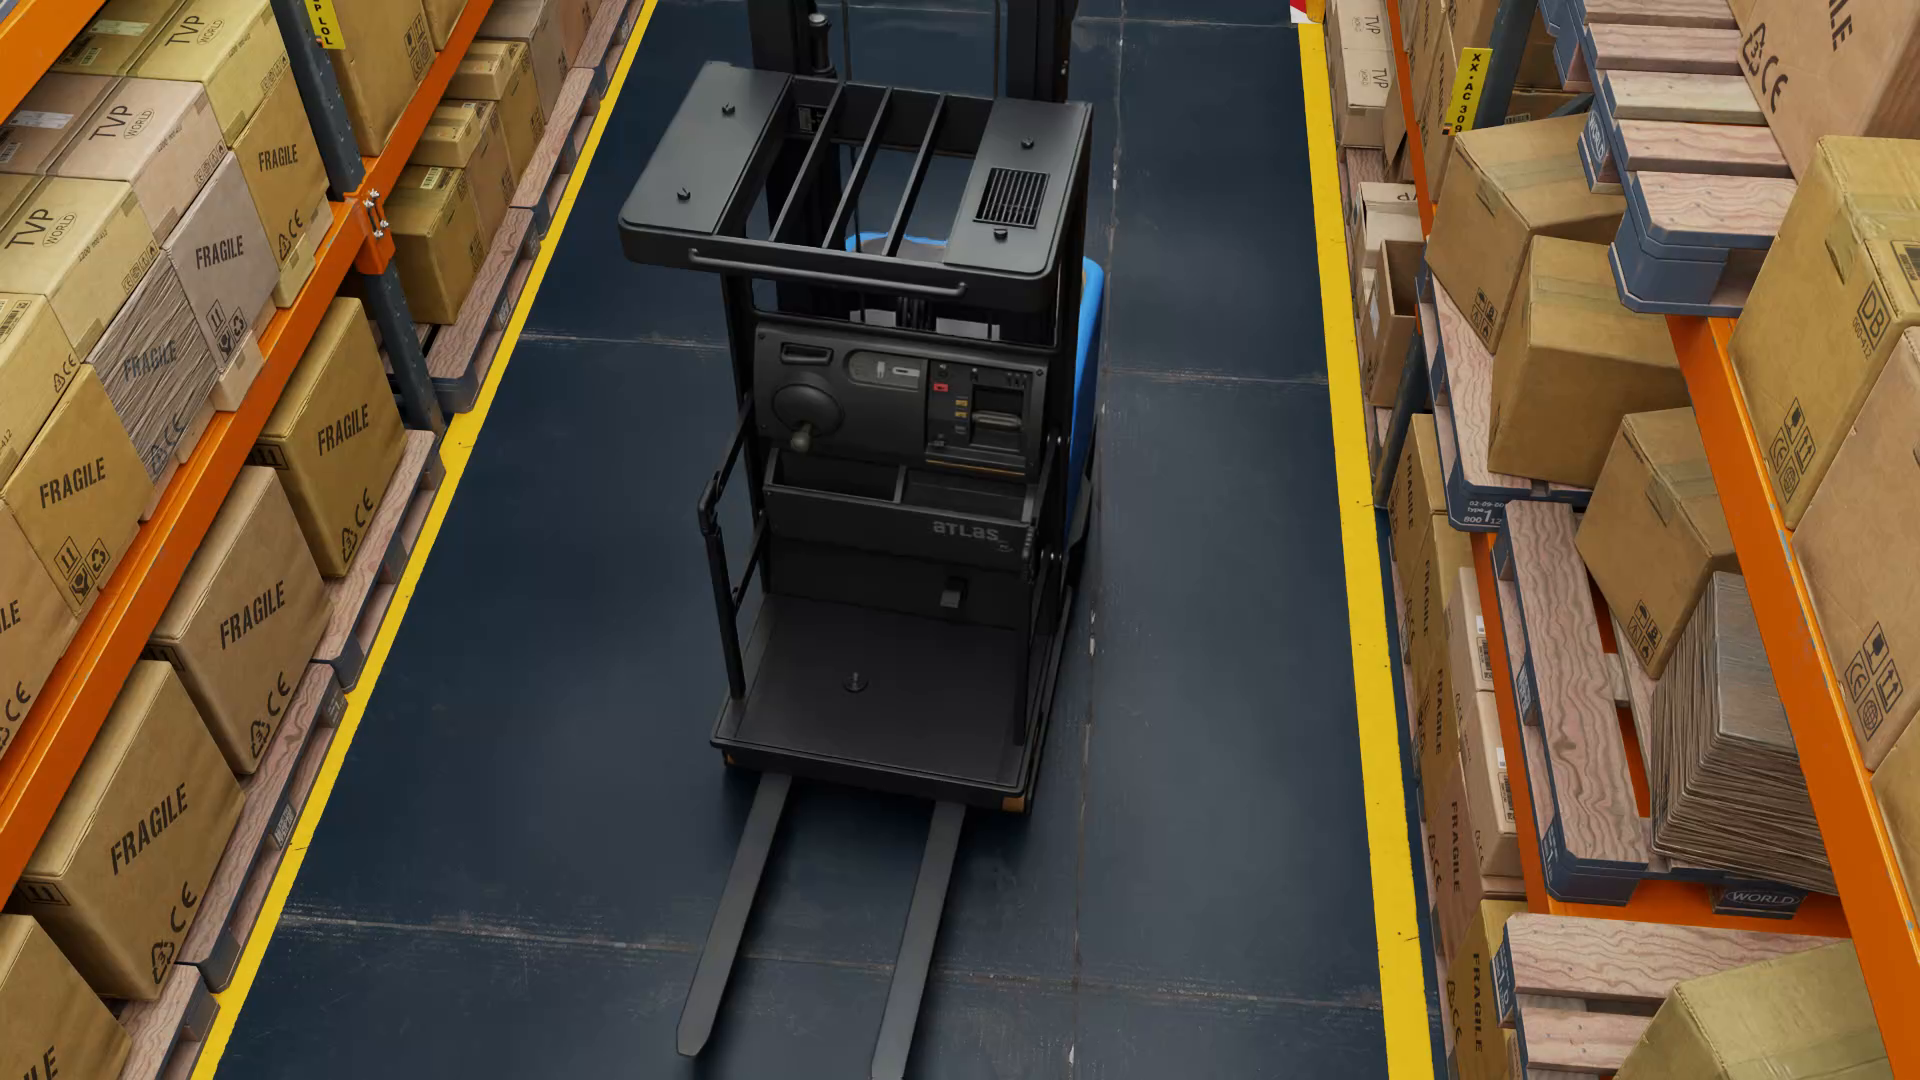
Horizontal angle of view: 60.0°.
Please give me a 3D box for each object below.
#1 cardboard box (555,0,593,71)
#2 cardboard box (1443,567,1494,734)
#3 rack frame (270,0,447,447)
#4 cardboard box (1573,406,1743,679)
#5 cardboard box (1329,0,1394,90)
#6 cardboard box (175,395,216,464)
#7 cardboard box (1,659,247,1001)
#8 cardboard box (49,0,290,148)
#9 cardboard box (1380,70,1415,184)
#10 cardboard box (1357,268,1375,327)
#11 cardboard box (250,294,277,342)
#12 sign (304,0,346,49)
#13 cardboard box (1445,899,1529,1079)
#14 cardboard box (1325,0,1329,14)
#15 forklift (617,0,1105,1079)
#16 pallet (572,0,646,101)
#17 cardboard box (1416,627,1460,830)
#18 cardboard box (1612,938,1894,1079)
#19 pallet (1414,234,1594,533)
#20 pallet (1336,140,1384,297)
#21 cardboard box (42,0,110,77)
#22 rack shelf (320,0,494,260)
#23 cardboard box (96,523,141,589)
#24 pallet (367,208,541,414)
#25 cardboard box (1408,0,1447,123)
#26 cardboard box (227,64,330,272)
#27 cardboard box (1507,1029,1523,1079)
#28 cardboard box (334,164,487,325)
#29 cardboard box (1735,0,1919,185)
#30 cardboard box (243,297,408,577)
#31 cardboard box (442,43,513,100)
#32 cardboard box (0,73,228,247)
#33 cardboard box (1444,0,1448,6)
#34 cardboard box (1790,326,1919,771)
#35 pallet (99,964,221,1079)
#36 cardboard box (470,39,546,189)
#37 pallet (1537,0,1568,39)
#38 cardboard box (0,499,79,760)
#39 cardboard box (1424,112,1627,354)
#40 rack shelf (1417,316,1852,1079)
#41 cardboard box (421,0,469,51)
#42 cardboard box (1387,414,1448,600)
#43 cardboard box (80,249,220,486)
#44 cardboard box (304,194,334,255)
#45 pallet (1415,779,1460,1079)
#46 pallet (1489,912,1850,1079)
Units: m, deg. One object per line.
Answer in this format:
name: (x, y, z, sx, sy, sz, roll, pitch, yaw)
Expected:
cardboard box: (-2.366, -2.829, 8.714, 0.700, 0.500, 0.500, 4, 48, 3)
cardboard box: (1.835, 0.366, 5.270, 0.500, 0.250, 0.500, 4, 48, 4)
rack frame: (-2.720, -1.480, 6.071, 1.000, 3.000, 0.127, 4, 48, 4)
cardboard box: (2.113, -0.023, 4.386, 0.700, 0.500, 0.500, -7, 48, -6)
cardboard box: (2.200, -2.562, 8.626, 0.500, 0.250, 0.500, 4, 48, 4)
cardboard box: (-2.591, -0.387, 5.228, 0.380, 0.149, 0.250, 4, 48, 4)
cardboard box: (-2.801, 0.868, 5.096, 0.750, 0.750, 0.750, 4, 48, 3)
cardboard box: (-2.508, -1.514, 5.311, 0.500, 0.250, 0.500, 5, 48, 4)
cardboard box: (2.379, -1.837, 7.791, 0.797, 0.503, 0.637, 4, 48, 4)
cardboard box: (1.957, -1.054, 7.315, 0.380, 0.149, 0.250, 4, 48, 4)
cardboard box: (-2.537, -0.761, 5.570, 0.380, 0.149, 0.250, 5, 48, 5)
sign: (-2.179, -1.815, 5.646, 0.100, 0.325, 0.005, 4, 48, 4)
cardboard box: (1.747, 1.401, 4.832, 0.500, 0.500, 0.500, 2, 48, 2)
cardboard box: (2.197, -2.991, 9.087, 0.380, 0.149, 0.250, 4, 48, 4)
forklift: (-0.233, -0.333, 5.068, 1.130, 2.935, 3.031, 8, 48, 8)
pallet: (-2.351, -2.886, 9.246, 1.003, 0.211, 1.213, 4, 48, 4)
cardboard box: (1.836, 0.644, 5.524, 0.500, 0.500, 0.500, 4, 48, 4)
cardboard box: (1.794, 1.143, 3.319, 0.700, 0.500, 0.500, -11, 48, -10)
pallet: (2.031, -0.505, 5.310, 1.003, 0.211, 1.213, 4, 48, 4)
pallet: (2.385, -1.612, 8.082, 1.003, 0.211, 1.213, 4, 48, 4)
cardboard box: (-3.022, -1.554, 5.347, 0.500, 0.250, 0.500, 5, 48, 5)
rack shelf: (-2.538, -2.707, 7.681, 1.077, 0.370, 4.000, 4, 48, 4)
cardboard box: (-2.664, -0.010, 4.883, 0.380, 0.149, 0.250, 5, 48, 5)
pallet: (-2.573, -1.093, 7.606, 1.003, 0.211, 1.213, 4, 48, 4)
cardboard box: (2.049, -1.947, 6.430, 0.500, 0.500, 0.500, 5, 48, 5)
cardboard box: (-2.511, -1.265, 5.591, 0.500, 0.500, 0.500, 3, 48, 3)
cardboard box: (1.701, 1.487, 4.245, 0.500, 0.250, 0.500, 6, 48, 5)
cardboard box: (-2.550, -1.321, 7.335, 0.700, 0.500, 0.500, 4, 48, 4)
cardboard box: (1.975, -1.026, 3.203, 0.600, 0.600, 0.600, 2, 48, 2)
cardboard box: (-2.650, -0.410, 6.265, 0.750, 0.750, 0.750, 4, 48, 4)
cardboard box: (-2.290, -2.163, 7.665, 0.380, 0.149, 0.250, 3, 48, 2)
cardboard box: (-2.564, -1.139, 4.968, 0.500, 0.250, 0.500, 5, 48, 4)
cardboard box: (2.045, -2.287, 6.063, 0.500, 0.500, 0.500, 3, 48, 3)
cardboard box: (1.901, 0.046, 2.575, 0.910, 0.500, 0.500, 4, 48, 4)
pallet: (-2.938, 1.826, 4.937, 1.003, 0.211, 1.213, 4, 48, 4)
cardboard box: (-2.452, -2.067, 8.017, 0.700, 0.500, 0.500, 5, 48, 4)
pallet: (2.084, -1.624, 4.298, 1.213, 0.211, 1.003, 4, 48, 4)
cardboard box: (-2.683, 0.229, 4.224, 0.500, 0.500, 0.500, 4, 48, 3)
cardboard box: (1.947, -0.992, 5.273, 0.700, 0.500, 0.500, -11, 48, -10)
rack shelf: (2.031, 0.562, 4.690, 1.077, 0.370, 4.000, 4, 48, 4)
cardboard box: (-2.583, -2.515, 6.814, 0.980, 0.700, 0.700, 3, 48, 3)
cardboard box: (1.926, -0.116, 6.219, 0.500, 0.500, 0.500, 2, 48, 2)
cardboard box: (-2.602, -0.521, 4.911, 0.500, 0.500, 0.500, 4, 48, 4)
cardboard box: (-2.469, -1.135, 5.912, 0.380, 0.149, 0.250, 4, 48, 4)
pallet: (2.068, 1.290, 5.427, 1.003, 0.211, 1.213, 4, 48, 4)
pallet: (1.840, 1.351, 3.611, 1.213, 0.211, 1.003, 4, 48, 4)
